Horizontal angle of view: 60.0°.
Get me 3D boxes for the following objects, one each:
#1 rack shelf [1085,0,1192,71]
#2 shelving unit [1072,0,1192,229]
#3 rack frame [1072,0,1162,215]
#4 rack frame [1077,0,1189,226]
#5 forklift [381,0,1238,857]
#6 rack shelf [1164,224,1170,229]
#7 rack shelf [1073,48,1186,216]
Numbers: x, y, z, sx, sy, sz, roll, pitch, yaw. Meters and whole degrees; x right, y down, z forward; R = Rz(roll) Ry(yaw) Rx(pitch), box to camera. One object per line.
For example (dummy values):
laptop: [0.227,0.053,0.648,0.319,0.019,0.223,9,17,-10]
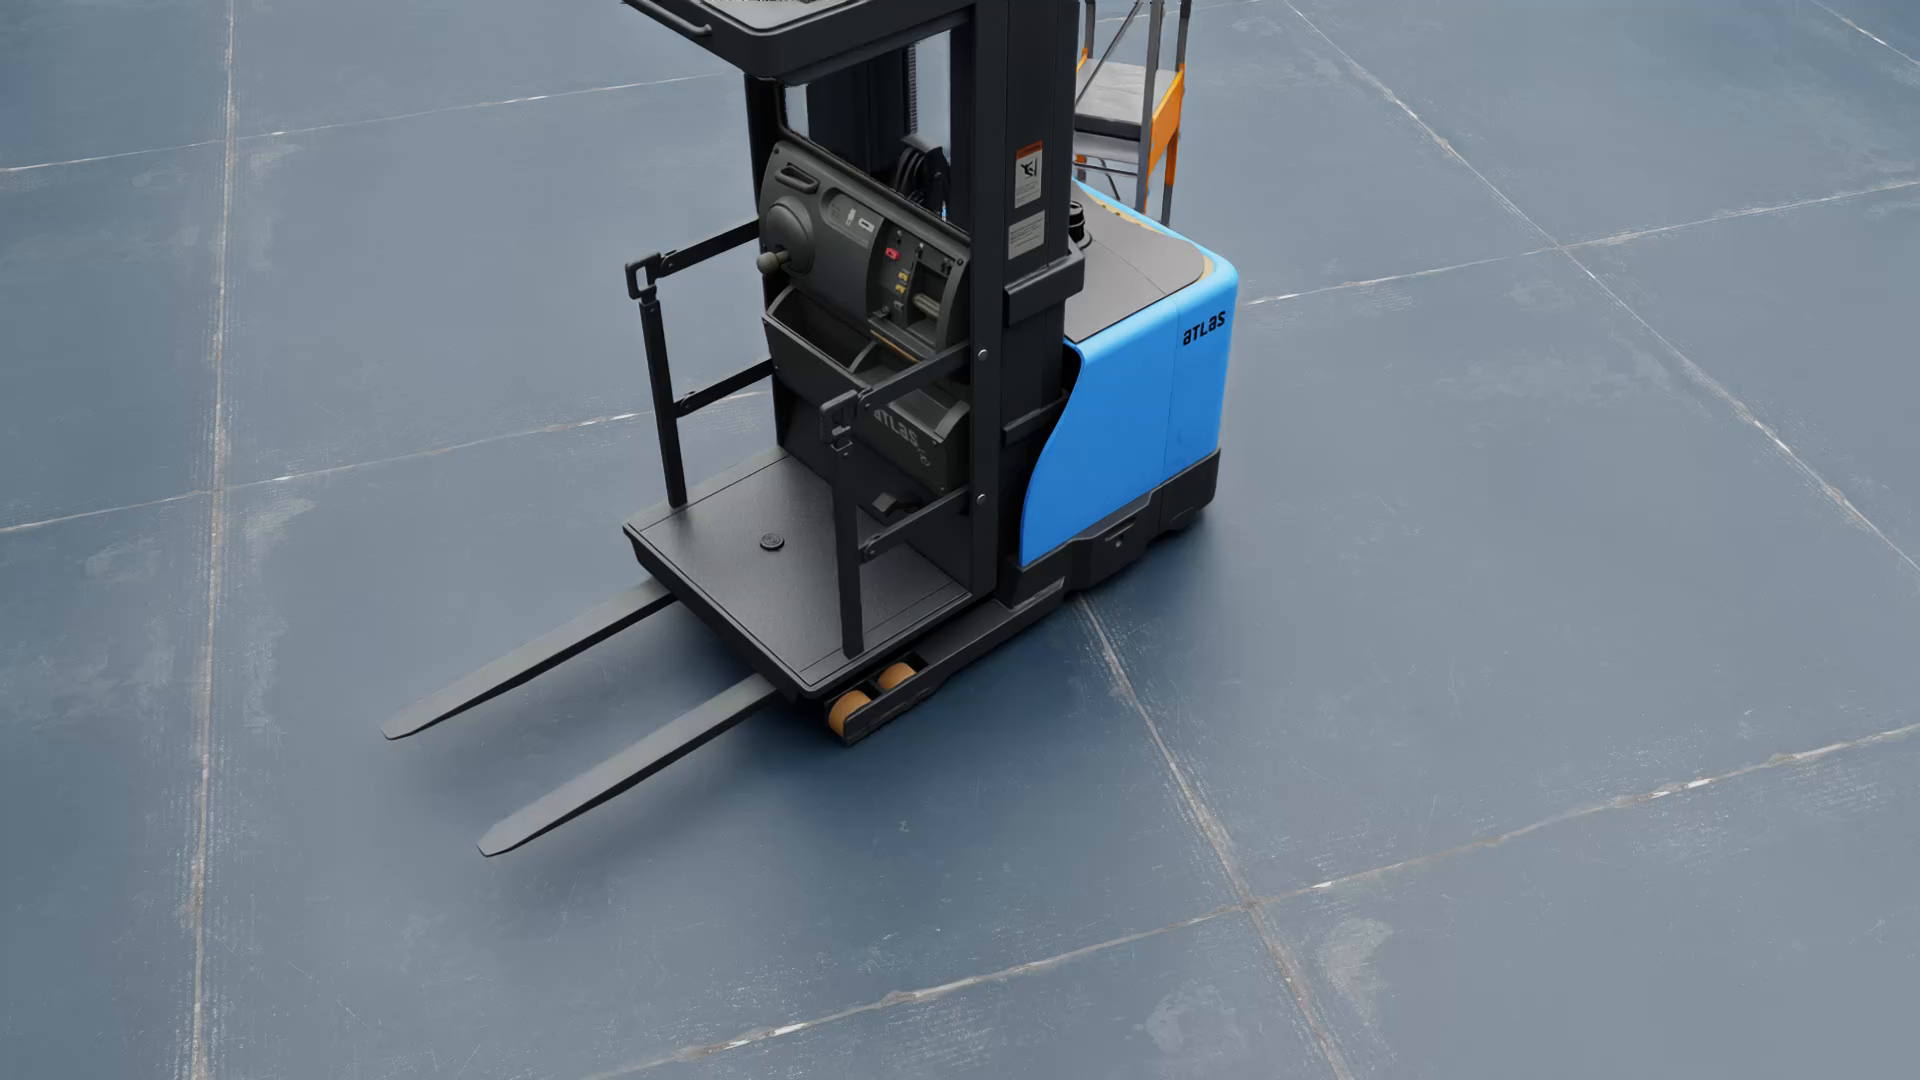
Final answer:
rack shelf: [0.591,-2.058,5.965,0.431,0.518,0.480,13,43,15]
shelving unit: [0.590,-1.540,6.415,0.431,2.100,0.503,13,43,15]
rack frame: [0.507,-1.389,6.242,0.400,2.100,0.015,13,43,15]
rack frame: [0.673,-1.690,6.588,0.400,2.100,0.015,13,43,15]
forklift: [-0.467,-0.833,4.975,3.031,2.935,1.130,-30,49,-30]
rack shelf: [0.588,-1.001,6.883,0.431,0.518,0.480,13,43,15]
rack shelf: [0.590,-1.530,6.424,0.431,0.518,0.480,13,43,15]
